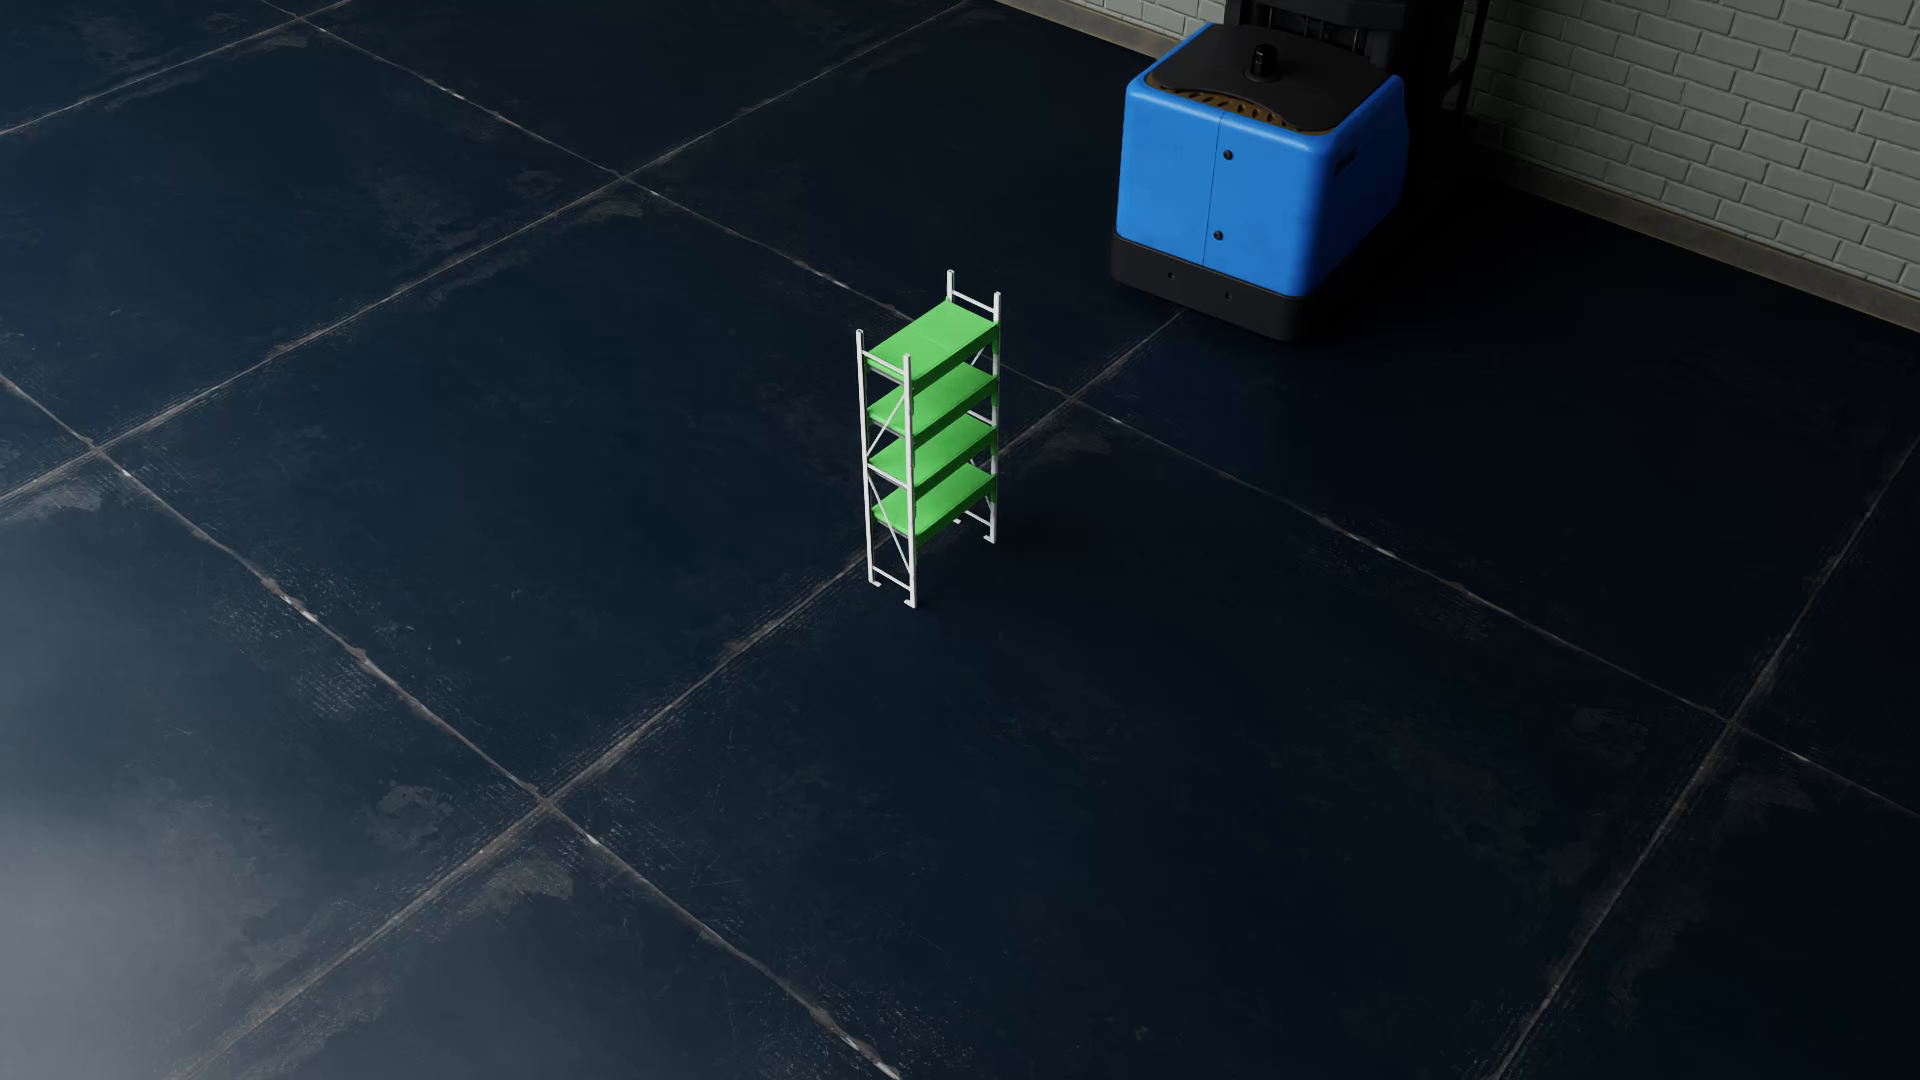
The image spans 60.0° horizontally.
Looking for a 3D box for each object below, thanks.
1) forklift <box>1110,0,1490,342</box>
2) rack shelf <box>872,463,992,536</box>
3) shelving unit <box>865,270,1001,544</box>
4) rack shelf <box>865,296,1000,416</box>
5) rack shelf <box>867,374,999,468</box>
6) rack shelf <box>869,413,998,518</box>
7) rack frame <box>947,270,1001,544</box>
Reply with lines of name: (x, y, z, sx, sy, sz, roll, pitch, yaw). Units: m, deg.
forklift: (1.980, -2.949, 7.814, 1.130, 2.935, 3.031, 25, 48, 25)
rack shelf: (-0.107, -0.173, 6.421, 0.221, 0.021, 0.457, 29, 50, 28)
shelving unit: (-0.103, -0.362, 6.256, 0.258, 1.200, 0.492, 29, 50, 28)
rack shelf: (-0.107, -0.667, 5.973, 0.258, 0.148, 0.480, 29, 50, 28)
rack shelf: (-0.107, -0.489, 6.134, 0.258, 0.148, 0.480, 29, 50, 28)
rack shelf: (-0.107, -0.311, 6.296, 0.258, 0.148, 0.480, 29, 50, 28)
rack frame: (0.050, -0.484, 6.391, 0.240, 1.200, 0.015, 29, 50, 28)
